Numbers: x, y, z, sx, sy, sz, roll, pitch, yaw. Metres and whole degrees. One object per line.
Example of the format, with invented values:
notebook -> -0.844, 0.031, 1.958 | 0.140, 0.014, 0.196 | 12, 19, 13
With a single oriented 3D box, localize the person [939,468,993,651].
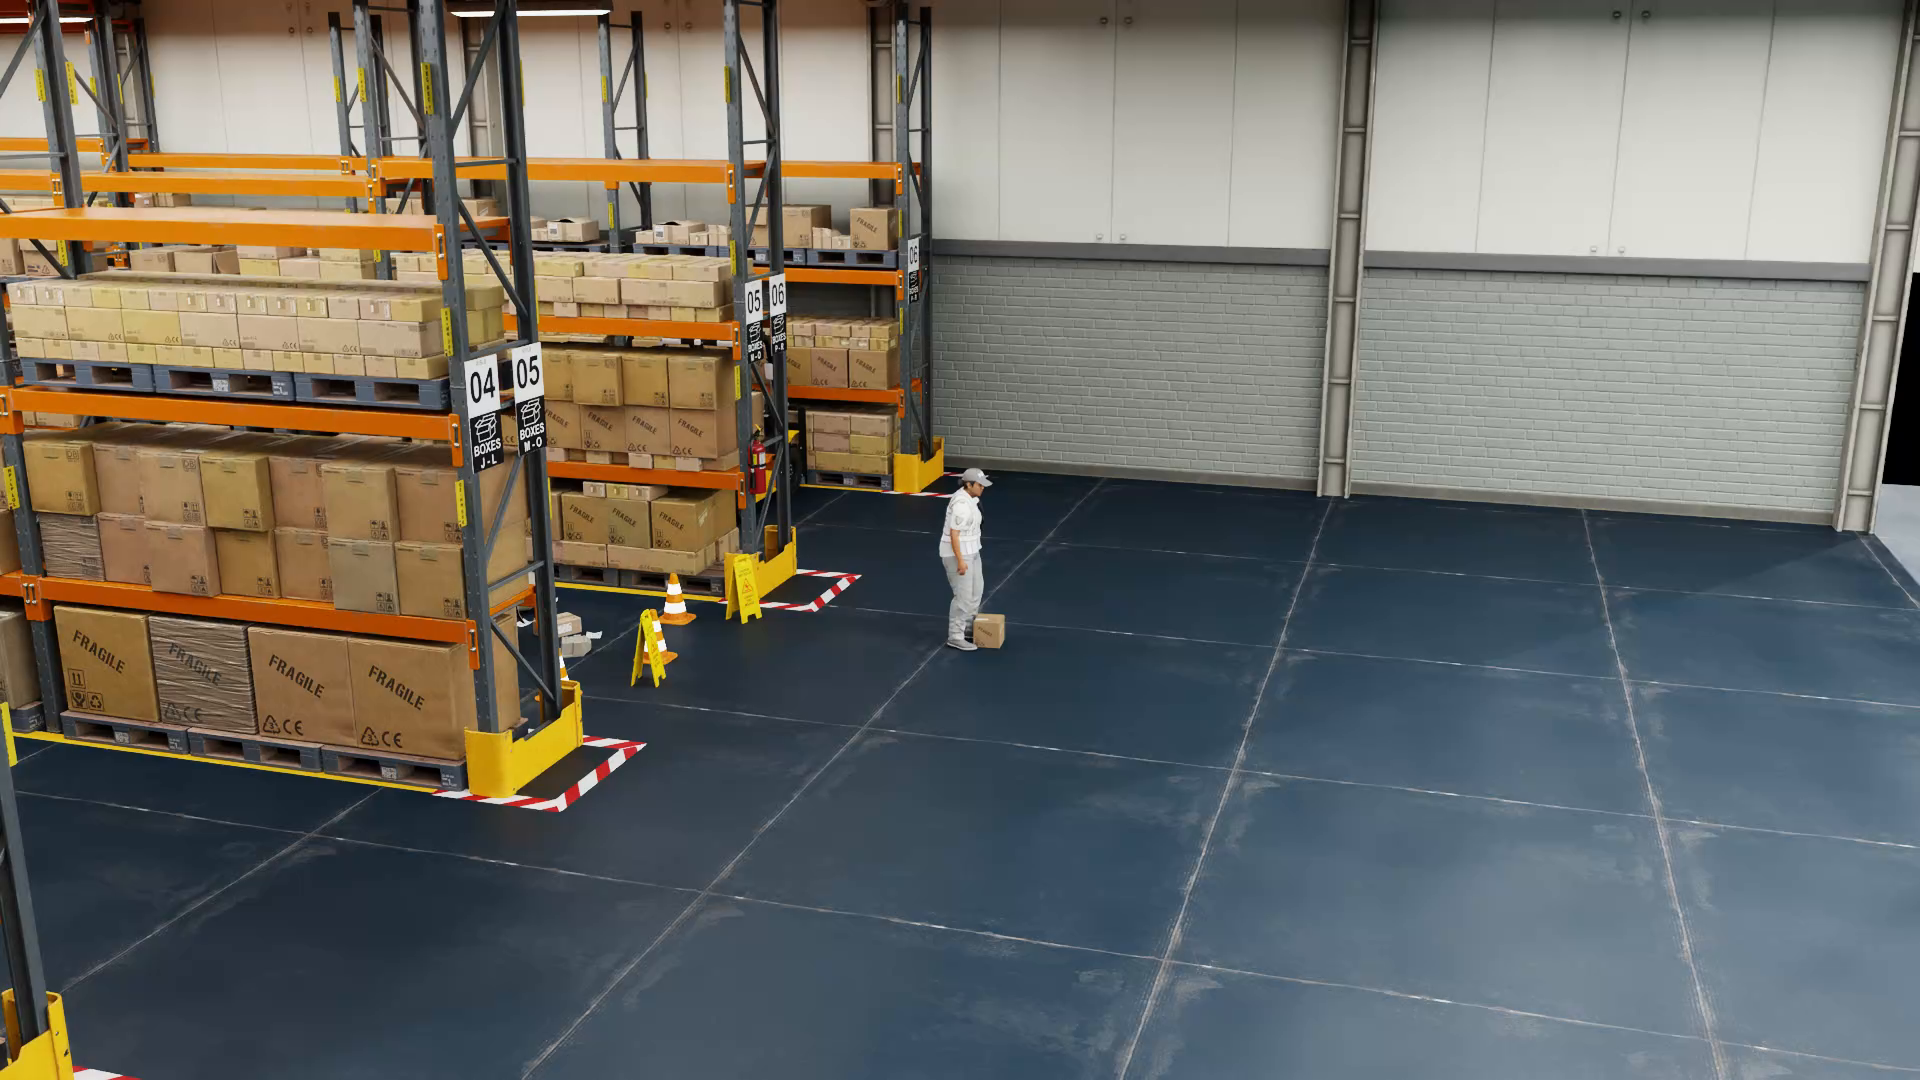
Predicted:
person -> 0.061, 0.149, 15.391 | 0.471, 1.666, 0.544 | 4, 16, 16
